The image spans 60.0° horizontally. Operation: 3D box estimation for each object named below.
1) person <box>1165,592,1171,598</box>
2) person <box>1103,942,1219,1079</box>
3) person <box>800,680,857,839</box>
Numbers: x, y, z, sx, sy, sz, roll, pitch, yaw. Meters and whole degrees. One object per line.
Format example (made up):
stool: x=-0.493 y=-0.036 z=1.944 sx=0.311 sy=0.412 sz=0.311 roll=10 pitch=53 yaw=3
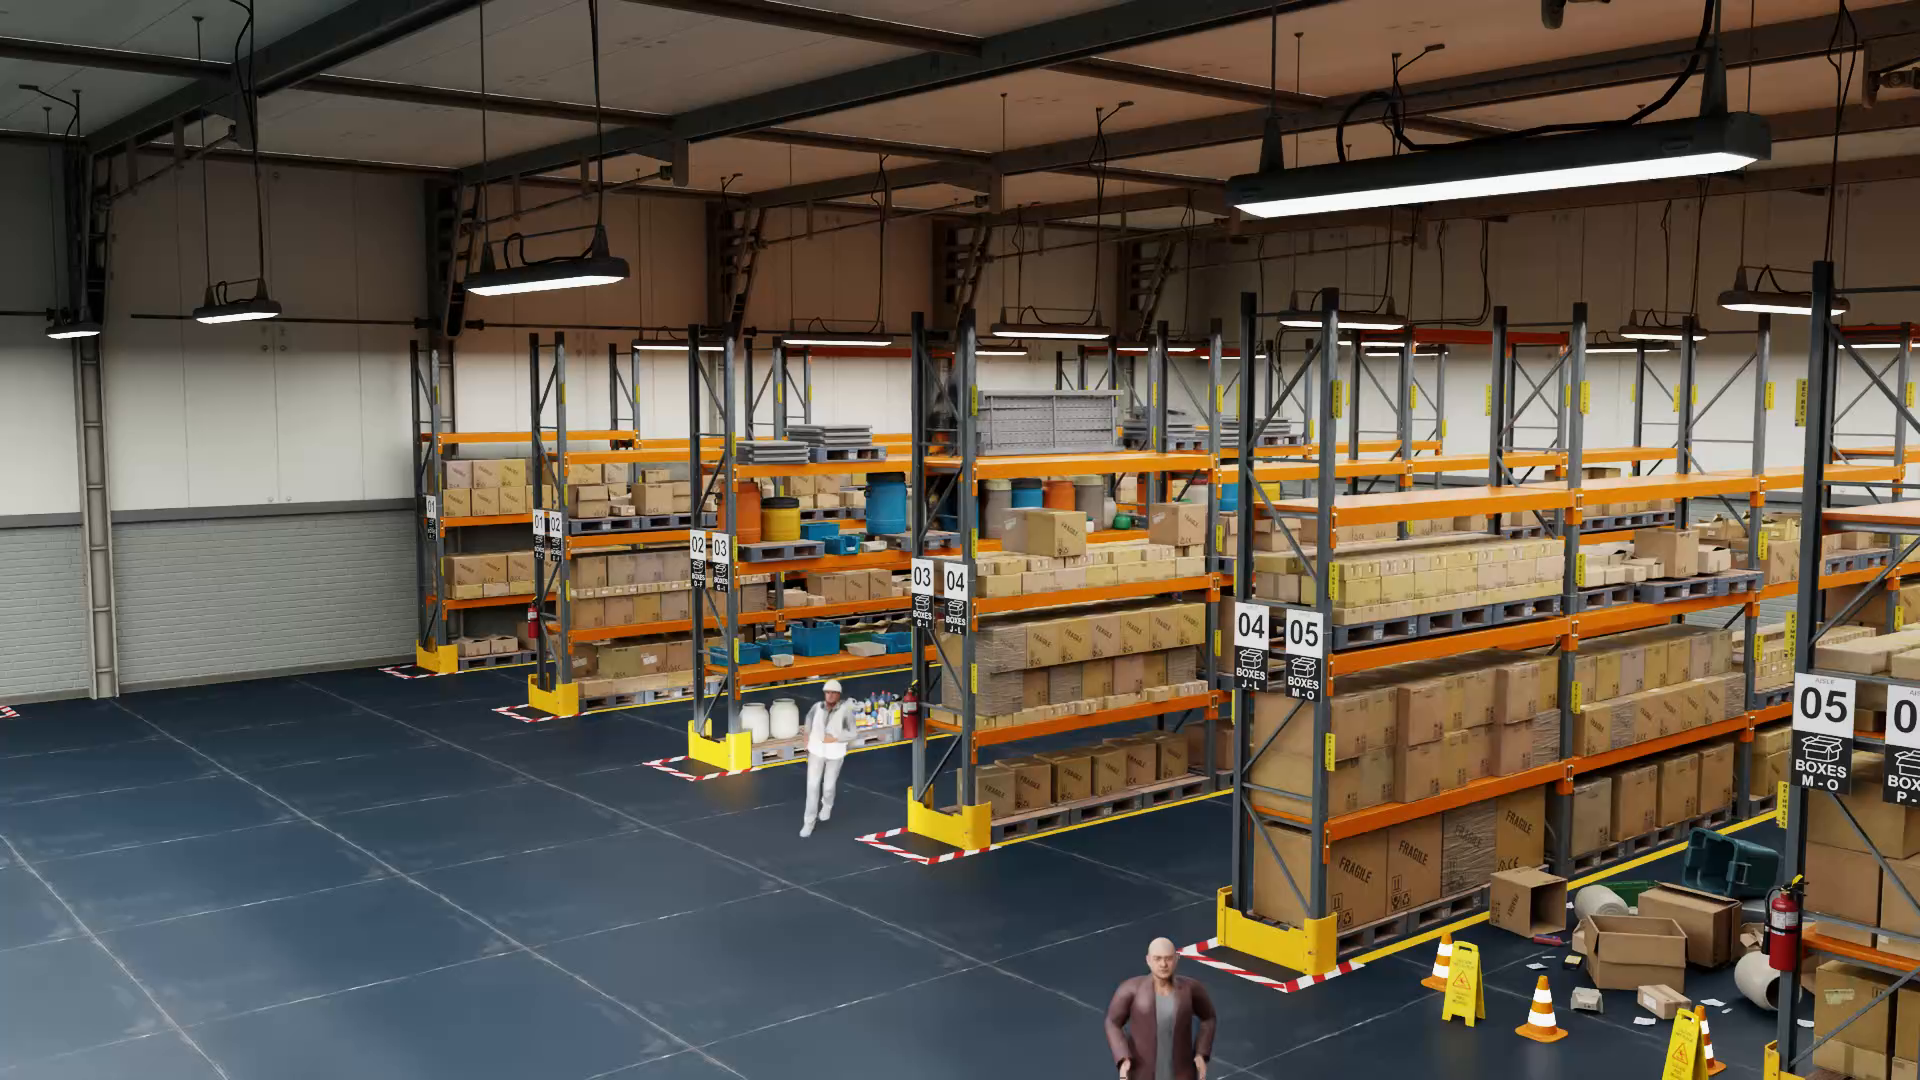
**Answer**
person: x=3.630 y=1.437 z=30.971 sx=0.713 sy=1.737 sz=0.830 roll=5 pitch=7 yaw=44
person: x=1.257 y=3.347 z=10.364 sx=0.723 sy=1.729 sz=0.707 roll=0 pitch=5 yaw=0
person: x=-1.511 y=2.508 z=19.328 sx=0.666 sy=1.798 sz=0.893 roll=1 pitch=5 yaw=9
